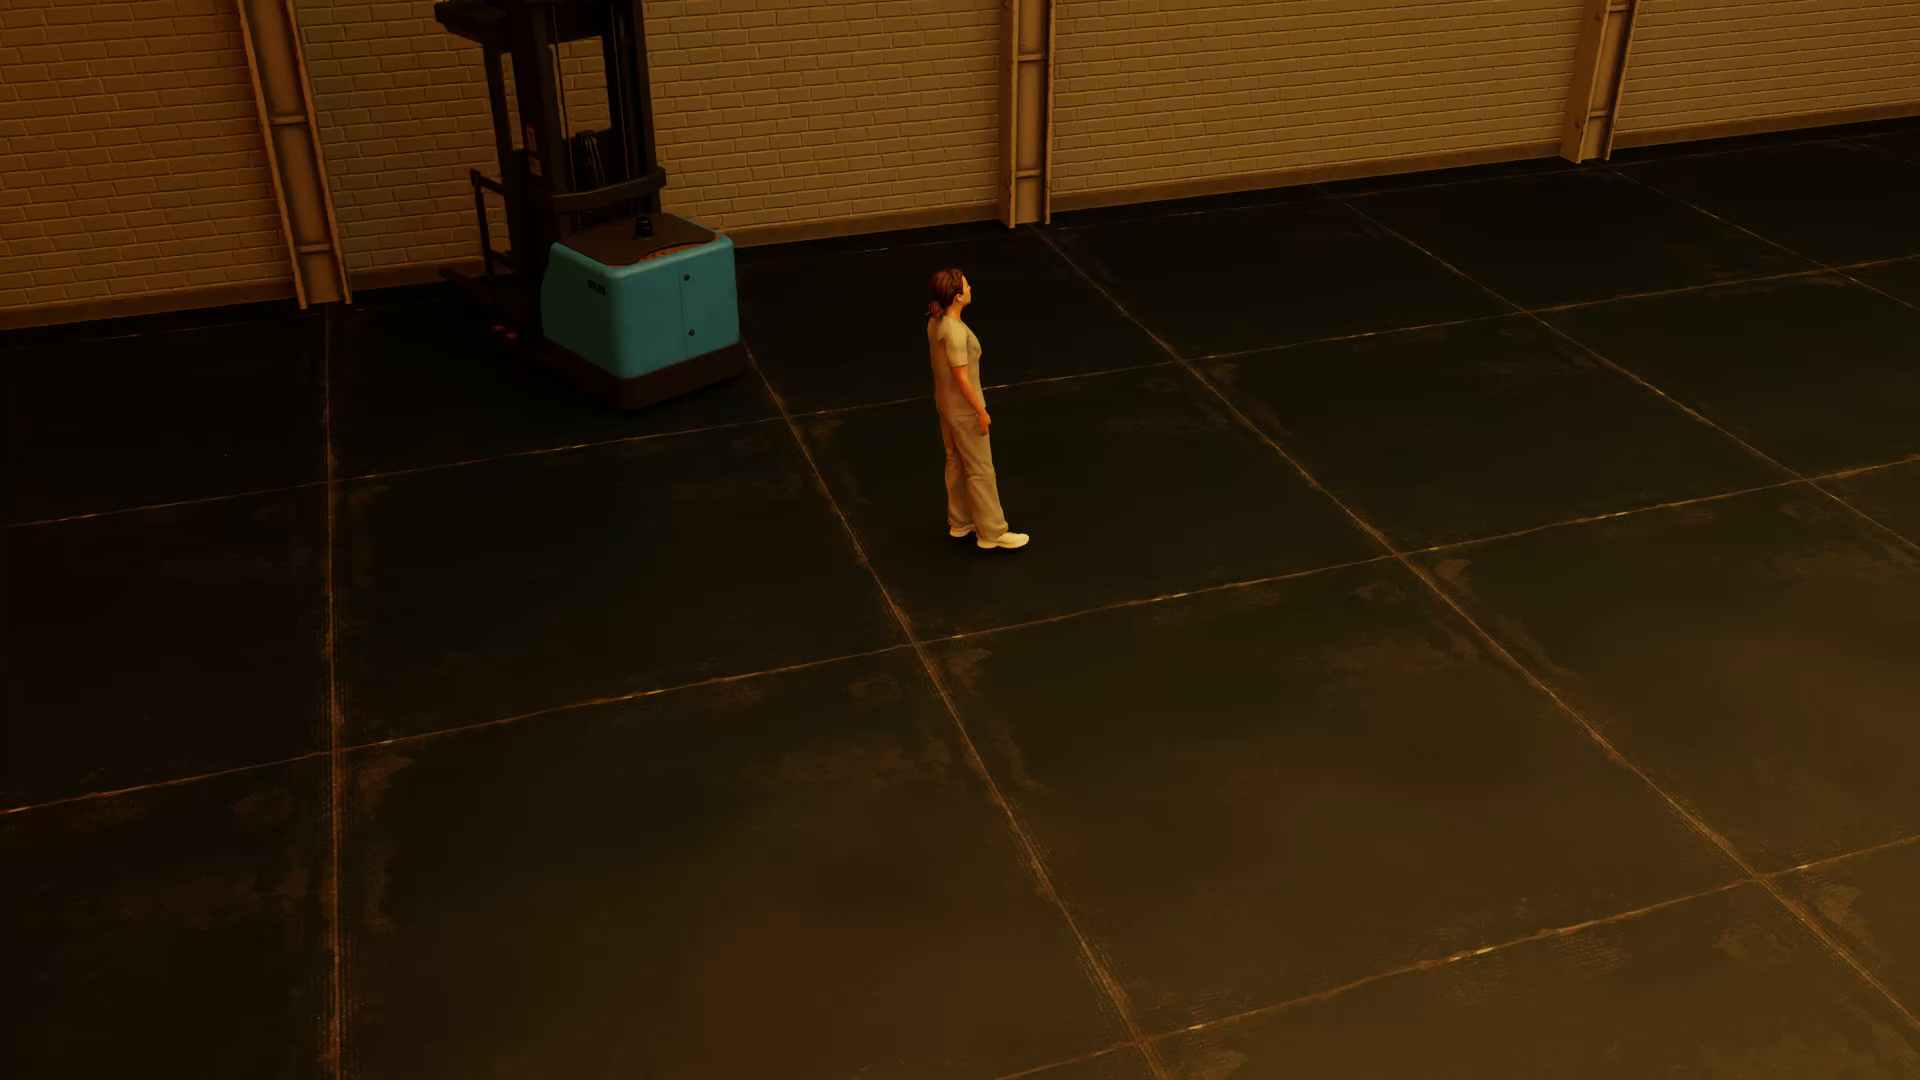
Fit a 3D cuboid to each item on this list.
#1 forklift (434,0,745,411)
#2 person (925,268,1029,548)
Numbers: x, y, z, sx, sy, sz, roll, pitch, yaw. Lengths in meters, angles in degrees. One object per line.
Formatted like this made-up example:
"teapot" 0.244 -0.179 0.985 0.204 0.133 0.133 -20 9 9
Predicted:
"forklift" -2.926 -2.807 11.965 1.130 2.935 3.031 -25 38 -36
"person" 0.074 -0.773 9.594 0.549 1.675 0.550 -10 31 -16
